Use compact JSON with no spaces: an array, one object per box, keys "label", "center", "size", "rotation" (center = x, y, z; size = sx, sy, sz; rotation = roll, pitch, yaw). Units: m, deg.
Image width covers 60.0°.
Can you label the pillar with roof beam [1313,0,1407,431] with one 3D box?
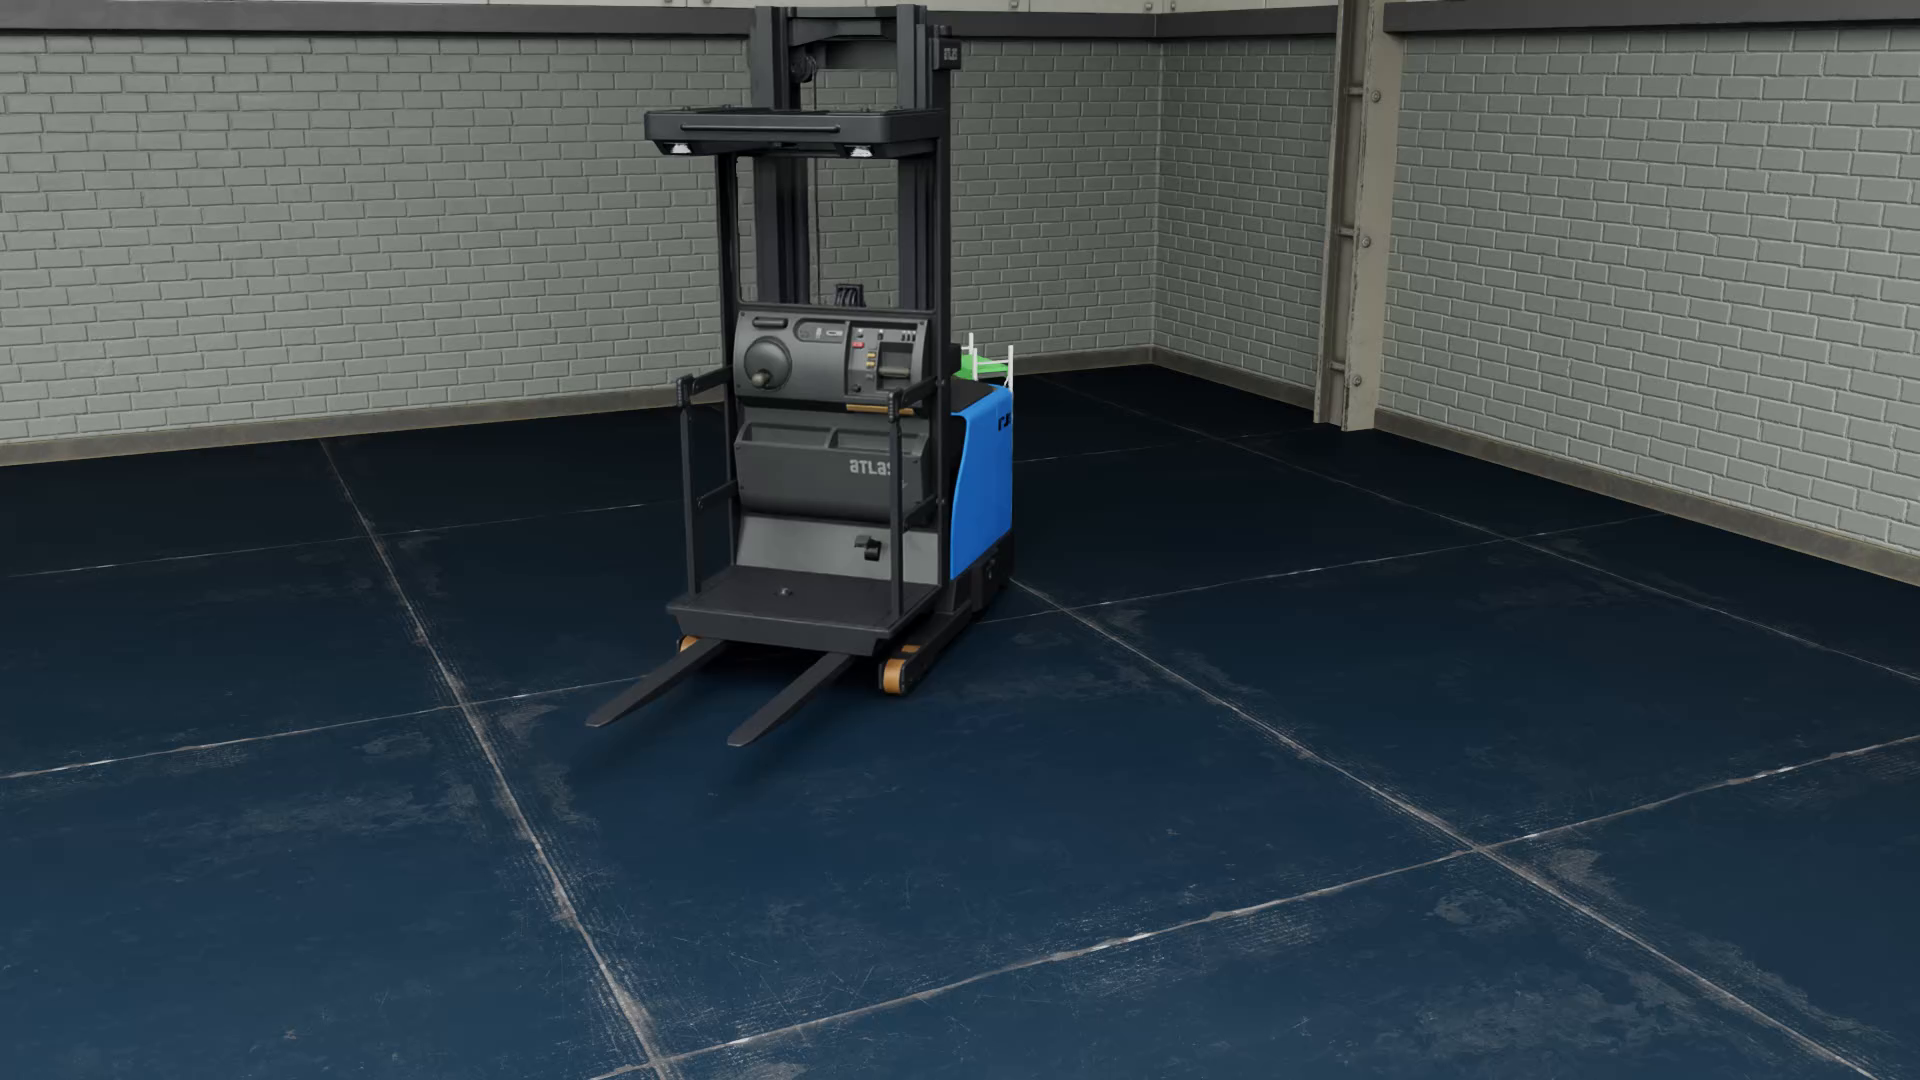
[{"label":"pillar with roof beam","center":[-0.894,-4.697,9.806],"size":[9.100,9.000,0.400],"rotation":[-8,18,-25]}]

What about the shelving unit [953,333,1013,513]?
[{"label":"shelving unit","center":[0.073,-0.536,9.442],"size":[0.258,1.200,0.503],"rotation":[-8,18,-25]}]

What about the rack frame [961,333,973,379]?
[{"label":"rack frame","center":[-0.034,-0.596,9.653],"size":[0.240,1.200,0.015],"rotation":[-8,18,-25]}]

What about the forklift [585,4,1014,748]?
[{"label":"forklift","center":[-0.661,-0.845,7.383],"size":[1.130,2.935,3.031],"rotation":[5,17,18]}]

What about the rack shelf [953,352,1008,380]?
[{"label":"rack shelf","center":[0.072,-0.936,9.327],"size":[0.258,0.148,0.480],"rotation":[-8,18,-25]}]

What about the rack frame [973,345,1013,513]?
[{"label":"rack frame","center":[0.179,-0.475,9.231],"size":[0.240,1.200,0.015],"rotation":[-8,18,-25]}]
